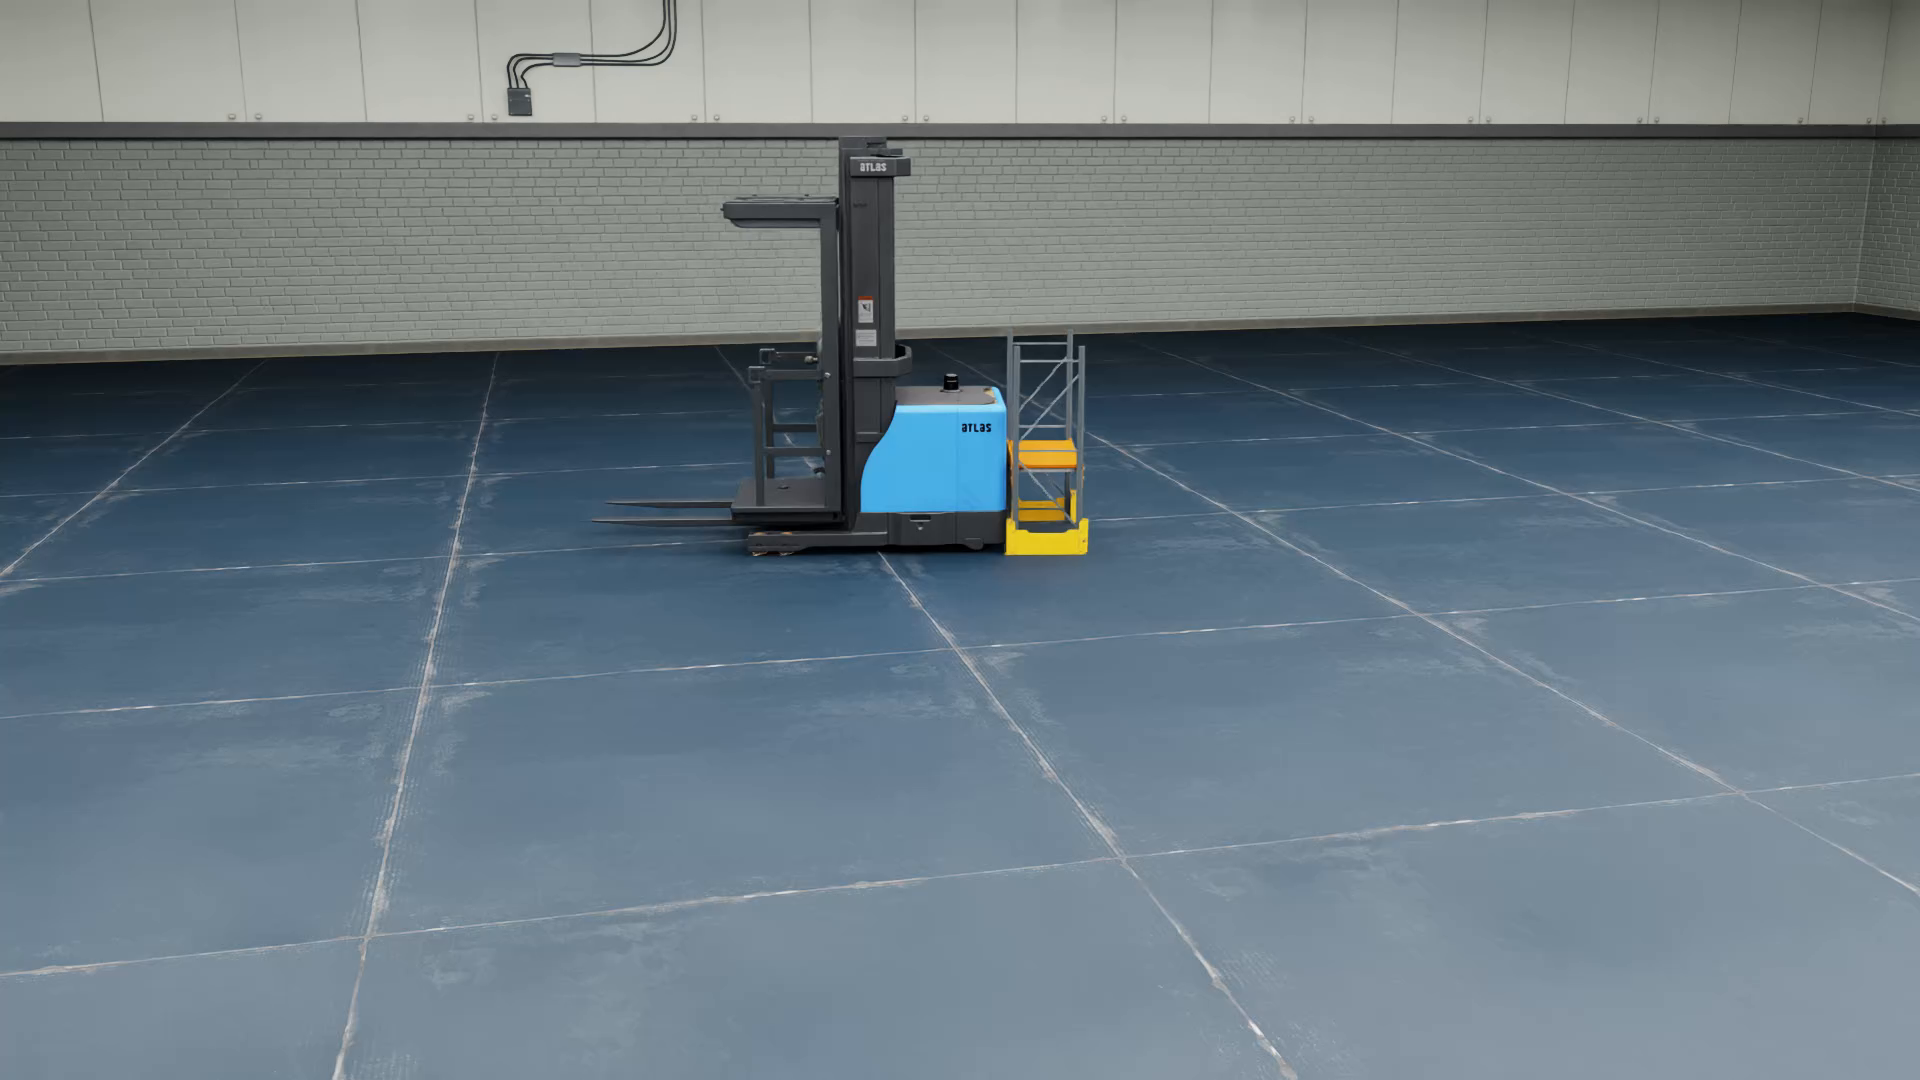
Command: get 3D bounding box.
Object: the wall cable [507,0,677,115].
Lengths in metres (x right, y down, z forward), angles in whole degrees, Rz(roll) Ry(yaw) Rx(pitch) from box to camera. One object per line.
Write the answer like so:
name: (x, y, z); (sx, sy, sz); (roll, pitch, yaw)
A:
wall cable: (-4.993, -8.744, 22.090); (2.305, 6.003, 0.169); (-3, 14, -13)

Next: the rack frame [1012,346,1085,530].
rack frame: (0.627, -0.631, 11.850); (0.500, 1.500, 0.032); (0, 14, -1)

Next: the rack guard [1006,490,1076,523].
rack guard: (0.610, -0.261, 12.967); (0.587, 0.250, 0.087); (0, 14, -1)

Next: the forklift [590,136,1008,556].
forklift: (-1.182, -1.439, 12.142); (3.031, 2.935, 1.130); (0, 14, -2)

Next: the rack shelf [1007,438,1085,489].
rack shelf: (0.619, -0.577, 12.387); (0.538, 0.185, 1.000); (0, 14, -1)

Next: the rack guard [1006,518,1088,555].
rack guard: (0.627, -0.025, 12.000); (0.587, 0.250, 0.087); (0, 14, -1)

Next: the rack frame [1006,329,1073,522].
rack frame: (0.610, -0.873, 12.838); (0.500, 1.500, 0.032); (0, 14, -1)

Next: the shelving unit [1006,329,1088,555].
shelving unit: (0.619, -0.750, 12.335); (0.587, 1.500, 1.083); (0, 14, -1)
